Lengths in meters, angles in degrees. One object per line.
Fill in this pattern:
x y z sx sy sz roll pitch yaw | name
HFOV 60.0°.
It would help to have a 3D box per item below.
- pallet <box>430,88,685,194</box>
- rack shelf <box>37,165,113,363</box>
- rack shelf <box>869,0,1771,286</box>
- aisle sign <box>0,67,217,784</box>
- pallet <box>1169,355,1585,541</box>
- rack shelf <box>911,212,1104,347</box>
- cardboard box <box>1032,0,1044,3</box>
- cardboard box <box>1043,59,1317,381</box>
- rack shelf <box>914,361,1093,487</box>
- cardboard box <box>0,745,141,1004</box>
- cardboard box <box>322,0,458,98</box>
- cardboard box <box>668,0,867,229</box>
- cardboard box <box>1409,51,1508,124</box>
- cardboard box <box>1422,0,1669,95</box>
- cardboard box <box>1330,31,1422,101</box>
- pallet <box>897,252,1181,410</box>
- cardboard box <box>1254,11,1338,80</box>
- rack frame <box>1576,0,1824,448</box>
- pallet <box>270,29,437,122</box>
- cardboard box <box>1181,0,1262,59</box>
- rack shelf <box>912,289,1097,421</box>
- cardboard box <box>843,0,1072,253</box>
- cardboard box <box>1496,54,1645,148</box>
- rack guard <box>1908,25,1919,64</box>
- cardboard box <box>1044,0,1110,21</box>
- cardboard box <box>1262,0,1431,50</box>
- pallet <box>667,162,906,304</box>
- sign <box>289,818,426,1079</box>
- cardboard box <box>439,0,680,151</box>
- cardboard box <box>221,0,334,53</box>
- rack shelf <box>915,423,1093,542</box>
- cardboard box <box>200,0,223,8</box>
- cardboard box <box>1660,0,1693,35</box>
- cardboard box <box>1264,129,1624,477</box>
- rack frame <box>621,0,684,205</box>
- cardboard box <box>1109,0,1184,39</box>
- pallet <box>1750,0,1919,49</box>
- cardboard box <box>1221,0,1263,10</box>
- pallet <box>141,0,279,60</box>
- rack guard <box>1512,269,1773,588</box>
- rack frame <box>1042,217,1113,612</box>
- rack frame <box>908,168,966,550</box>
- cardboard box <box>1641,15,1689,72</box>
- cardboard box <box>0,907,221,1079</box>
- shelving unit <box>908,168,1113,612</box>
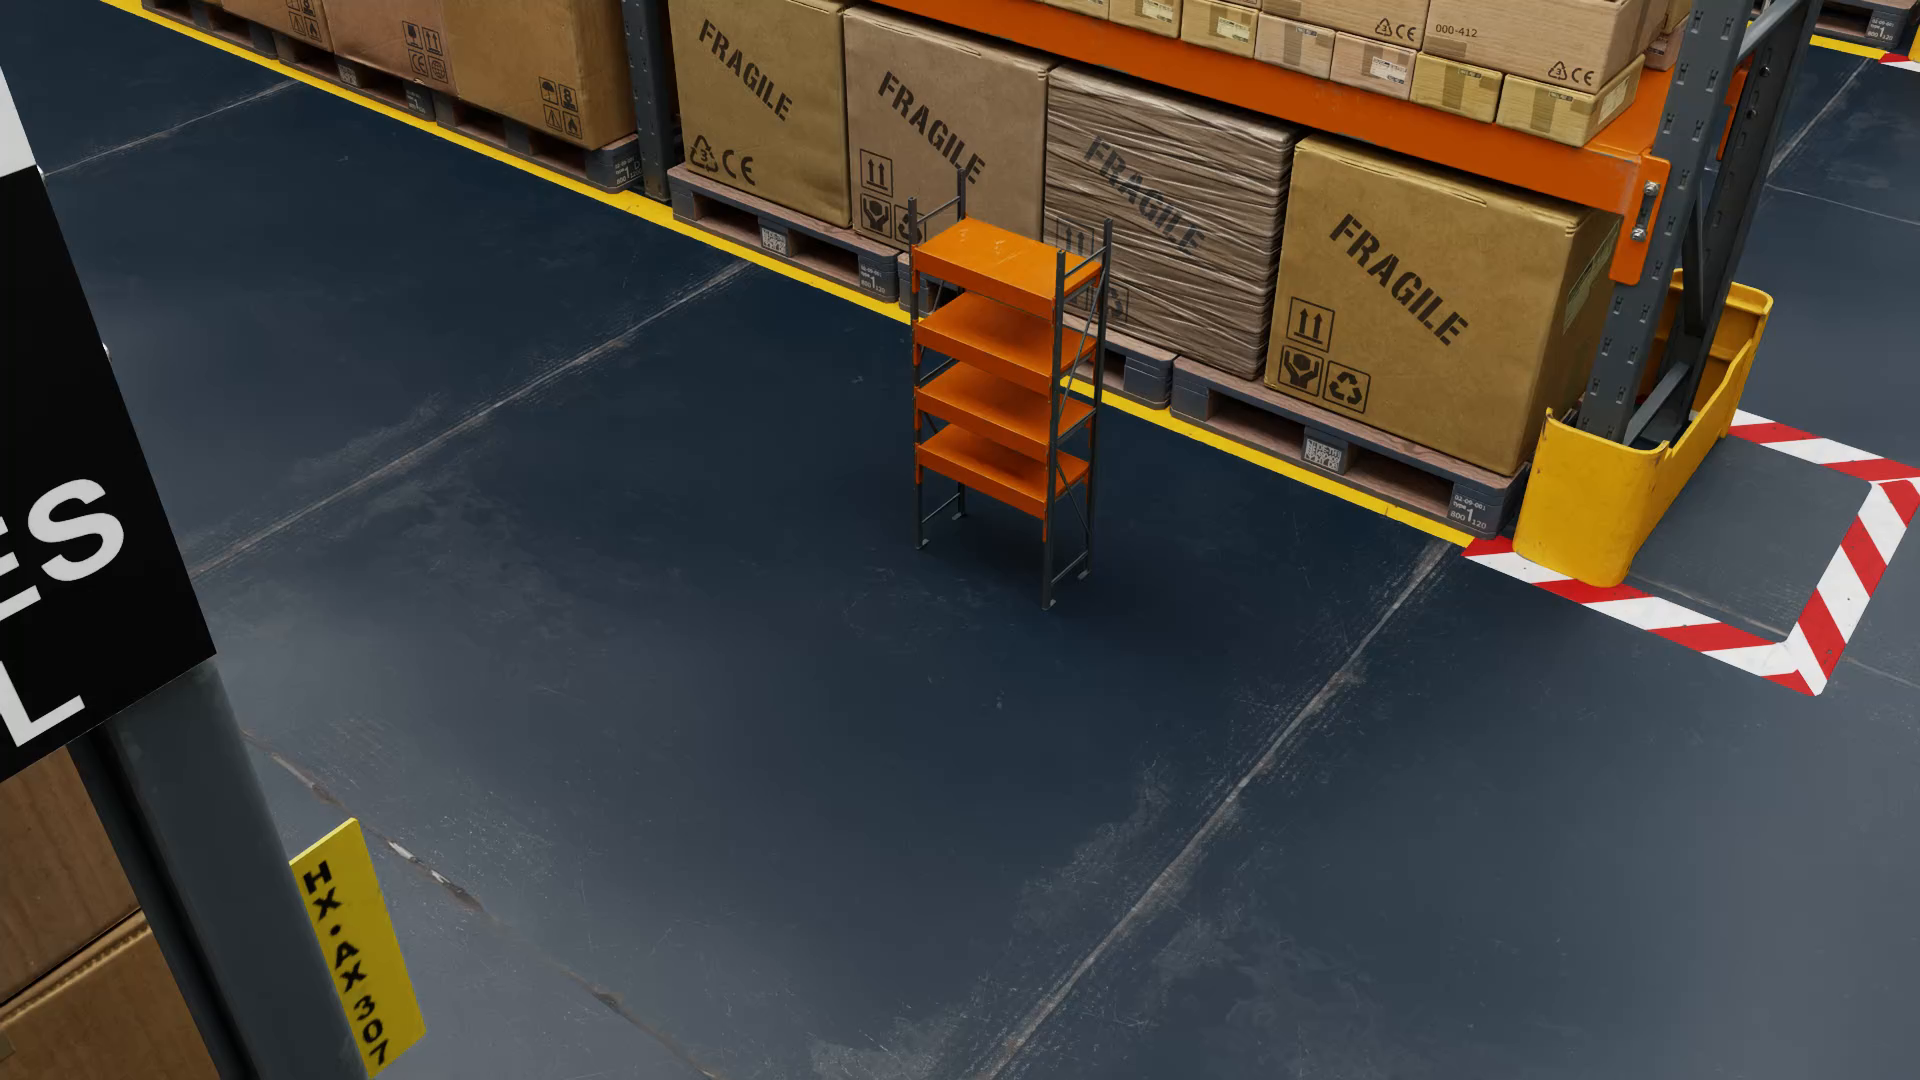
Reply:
-1.657 -2.030 7.671 1.213 0.211 1.003 25 45 29 | pallet
-2.503 -0.634 1.776 4.000 0.370 1.077 25 45 29 | rack shelf
0.590 -1.843 5.755 4.000 0.370 1.077 25 45 29 | rack shelf
-0.674 -0.130 0.874 0.004 0.787 0.394 25 45 29 | aisle sign
1.496 -0.541 5.769 1.213 0.211 1.003 25 45 29 | pallet
0.131 -0.720 4.559 0.480 0.148 0.258 25 45 29 | rack shelf
0.274 -1.920 5.473 0.250 0.149 0.380 24 44 27 | cardboard box
0.899 -1.248 5.793 0.875 0.875 0.875 25 45 29 | cardboard box
0.131 -0.357 4.842 0.480 0.148 0.258 25 45 29 | rack shelf
-1.110 0.165 1.473 0.500 0.500 0.500 25 44 28 | cardboard box
-2.229 -2.768 7.736 0.875 0.875 1.225 24 44 27 | cardboard box
-0.523 -1.918 6.649 0.875 0.875 0.875 25 45 29 | cardboard box
1.488 -1.347 4.741 0.250 0.149 0.380 26 45 29 | cardboard box
1.633 -1.487 4.597 0.500 0.250 0.500 25 44 28 | cardboard box
1.289 -1.442 4.863 0.250 0.149 0.380 25 45 29 | cardboard box
0.531 -0.998 6.353 1.213 0.211 1.003 25 45 29 | pallet
1.091 -1.536 4.983 0.250 0.149 0.380 26 45 29 | cardboard box
2.179 -1.377 4.576 0.127 3.000 1.000 25 45 29 | rack frame
-2.630 -2.486 8.254 1.213 0.211 1.003 25 45 29 | pallet
0.884 -1.633 5.106 0.250 0.149 0.380 24 44 28 | cardboard box
0.131 -0.534 4.705 0.480 0.148 0.258 25 45 29 | rack shelf
0.192 -1.581 6.219 0.875 0.875 0.875 25 45 29 | cardboard box
1.696 -1.251 4.618 0.250 0.149 0.380 26 45 29 | cardboard box
5.215 -2.816 8.441 0.348 0.500 1.175 25 45 29 | rack guard
0.482 -1.823 5.349 0.250 0.149 0.380 26 45 29 | cardboard box
1.230 -1.677 4.840 0.500 0.250 0.500 24 44 28 | cardboard box
-0.442 -1.454 6.937 1.213 0.211 1.003 25 45 29 | pallet
-0.585 0.407 1.595 0.005 0.325 0.100 25 45 29 | sign
-1.519 -2.434 7.309 0.875 0.875 1.225 25 45 29 | cardboard box
-2.937 -3.096 8.154 0.875 0.875 1.225 25 45 29 | cardboard box
0.131 -0.201 4.965 0.480 0.148 0.258 25 45 29 | rack shelf
-3.640 -3.434 8.585 0.875 0.875 1.225 23 44 27 | cardboard box
1.962 -1.748 4.929 0.500 0.250 0.500 24 44 27 | cardboard box
1.622 -0.907 5.358 0.875 0.875 0.875 25 45 29 | cardboard box
-0.998 -2.876 6.490 0.127 3.000 1.000 25 45 29 | rack frame
0.677 -1.729 5.229 0.250 0.149 0.380 25 45 29 | cardboard box
4.556 -3.033 8.952 1.213 0.211 1.003 25 45 29 | pallet
0.826 -1.868 5.083 0.500 0.250 0.500 24 44 27 | cardboard box
-3.595 -2.944 8.838 1.213 0.211 1.003 25 45 29 | pallet
2.198 -0.384 5.335 0.348 0.500 1.175 25 45 29 | rack guard
0.325 -0.319 4.684 0.015 1.200 0.240 25 45 29 | rack frame
-0.062 -0.502 4.918 0.015 1.200 0.240 25 45 29 | rack frame
2.097 -1.573 5.030 0.250 0.149 0.380 26 45 29 | cardboard box
-1.103 0.553 1.787 0.500 0.500 0.500 27 46 31 | cardboard box
0.131 -0.410 4.801 0.503 1.200 0.258 25 45 29 | shelving unit
